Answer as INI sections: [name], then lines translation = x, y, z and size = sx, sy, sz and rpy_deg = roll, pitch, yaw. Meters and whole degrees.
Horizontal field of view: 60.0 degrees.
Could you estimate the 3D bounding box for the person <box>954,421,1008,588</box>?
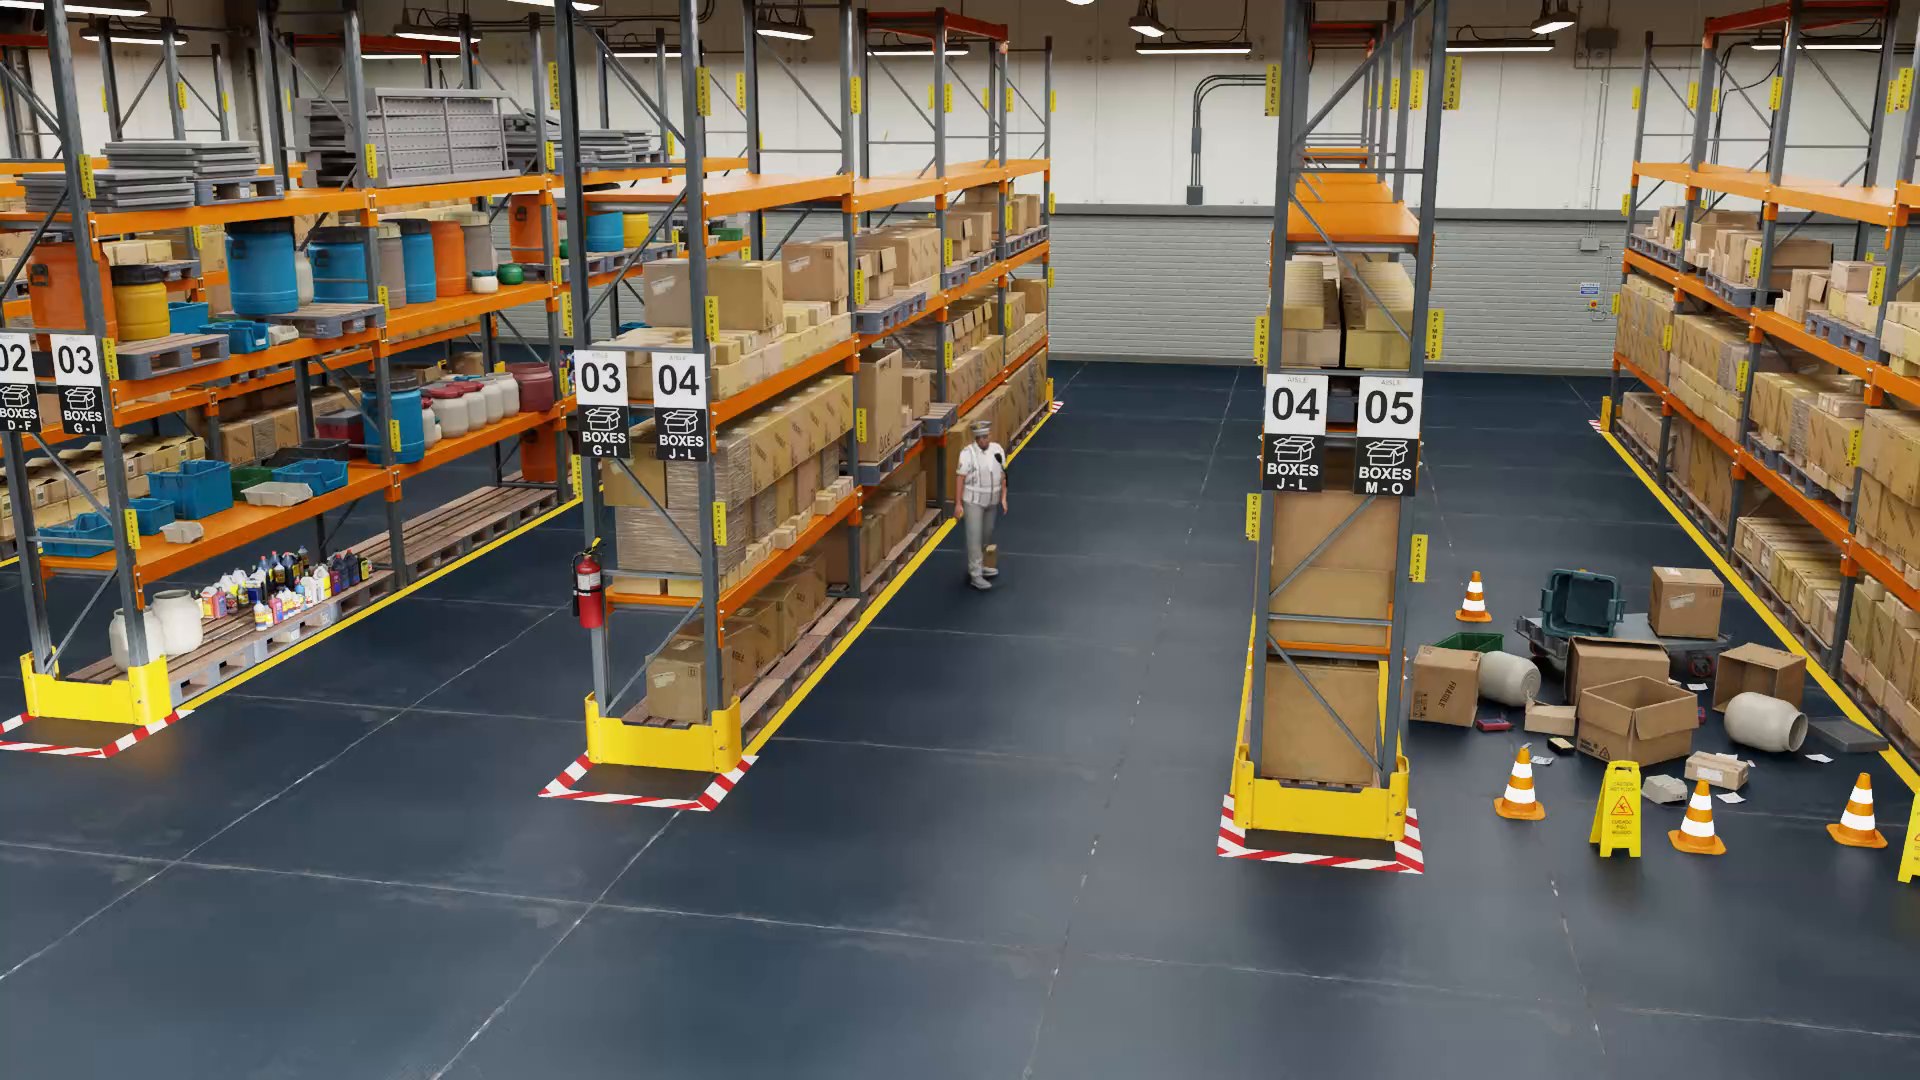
[person]
translation = 0.233, -0.400, 17.462
size = 0.610, 1.732, 0.666
rpy_deg = -10, 18, -35
